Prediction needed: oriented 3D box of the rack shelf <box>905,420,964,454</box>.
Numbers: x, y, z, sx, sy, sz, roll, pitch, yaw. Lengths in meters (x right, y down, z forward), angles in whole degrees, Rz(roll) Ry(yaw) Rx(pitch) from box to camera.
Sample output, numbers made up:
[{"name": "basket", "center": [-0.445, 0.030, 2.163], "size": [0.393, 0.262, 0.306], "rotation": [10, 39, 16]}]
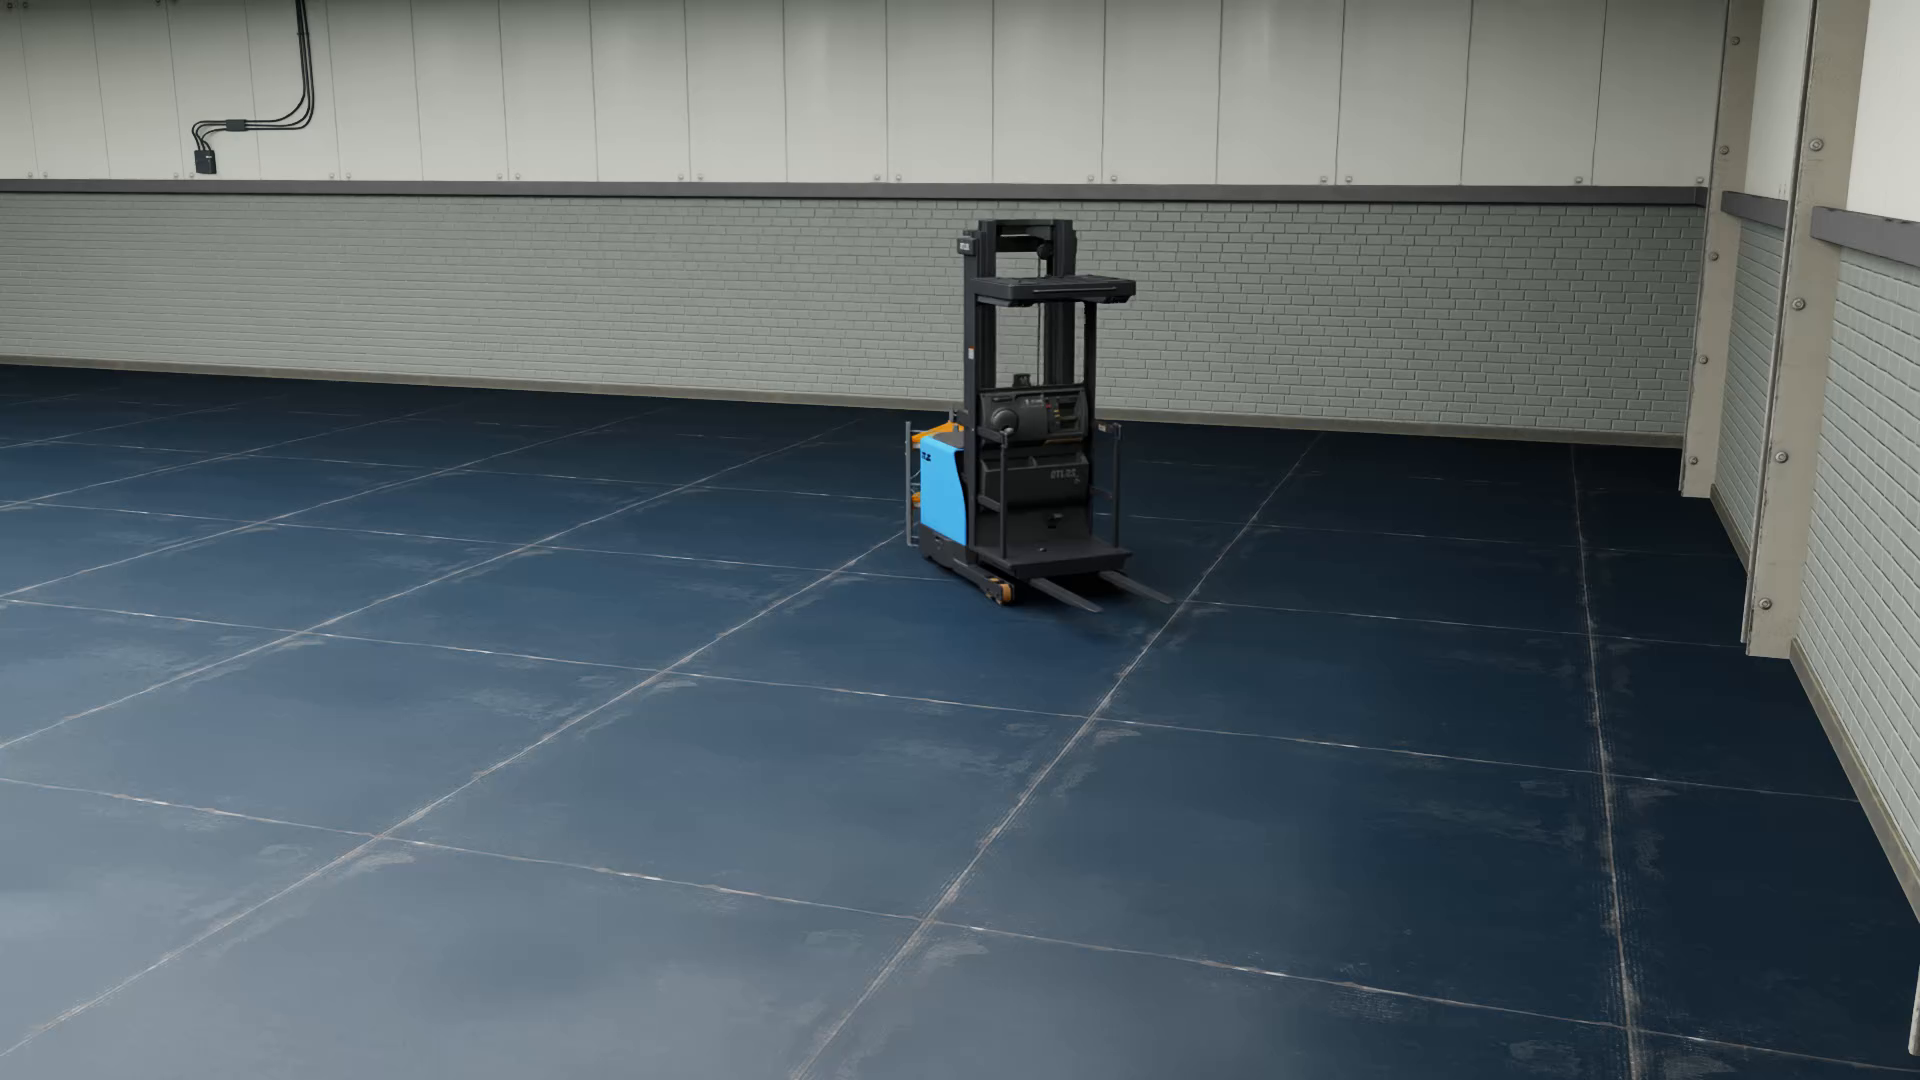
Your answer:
[{"name": "rack shelf", "center": [-0.056, -0.875, 15.241], "size": [0.538, 0.278, 1.000], "rotation": [5, 14, 21]}]

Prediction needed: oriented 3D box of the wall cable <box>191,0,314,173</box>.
[{"name": "wall cable", "center": [-10.939, -8.634, 25.212], "size": [2.305, 6.003, 0.169], "rotation": [4, 14, 18]}]

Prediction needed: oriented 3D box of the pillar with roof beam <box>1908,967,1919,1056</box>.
[{"name": "pillar with roof beam", "center": [-0.271, -2.653, 6.651], "size": [9.100, 9.000, 0.400], "rotation": [4, 14, 18]}]

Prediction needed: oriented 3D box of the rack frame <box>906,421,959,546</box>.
[{"name": "rack frame", "center": [-0.246, -0.485, 14.846], "size": [0.500, 1.125, 0.032], "rotation": [5, 14, 21]}]

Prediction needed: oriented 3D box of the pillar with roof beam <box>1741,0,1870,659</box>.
[{"name": "pillar with roof beam", "center": [1.670, -3.916, 12.186], "size": [9.100, 9.000, 0.400], "rotation": [4, 14, 18]}]

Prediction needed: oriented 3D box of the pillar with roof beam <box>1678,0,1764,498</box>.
[{"name": "pillar with roof beam", "center": [3.612, -5.180, 17.721], "size": [9.100, 9.000, 0.400], "rotation": [4, 14, 18]}]

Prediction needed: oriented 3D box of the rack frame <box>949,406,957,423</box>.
[{"name": "rack frame", "center": [0.135, -0.695, 15.765], "size": [0.500, 1.125, 0.032], "rotation": [5, 14, 21]}]

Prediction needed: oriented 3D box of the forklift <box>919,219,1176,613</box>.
[{"name": "forklift", "center": [0.687, -1.031, 13.182], "size": [1.130, 2.935, 3.031], "rotation": [-5, 14, -23]}]

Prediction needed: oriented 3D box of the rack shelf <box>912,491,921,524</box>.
[{"name": "rack shelf", "center": [-0.056, -0.351, 15.360], "size": [0.538, 0.278, 1.000], "rotation": [5, 14, 21]}]

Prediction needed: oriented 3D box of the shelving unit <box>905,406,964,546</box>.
[{"name": "shelving unit", "center": [-0.056, -0.590, 15.306], "size": [0.538, 1.125, 1.048], "rotation": [5, 14, 21]}]
